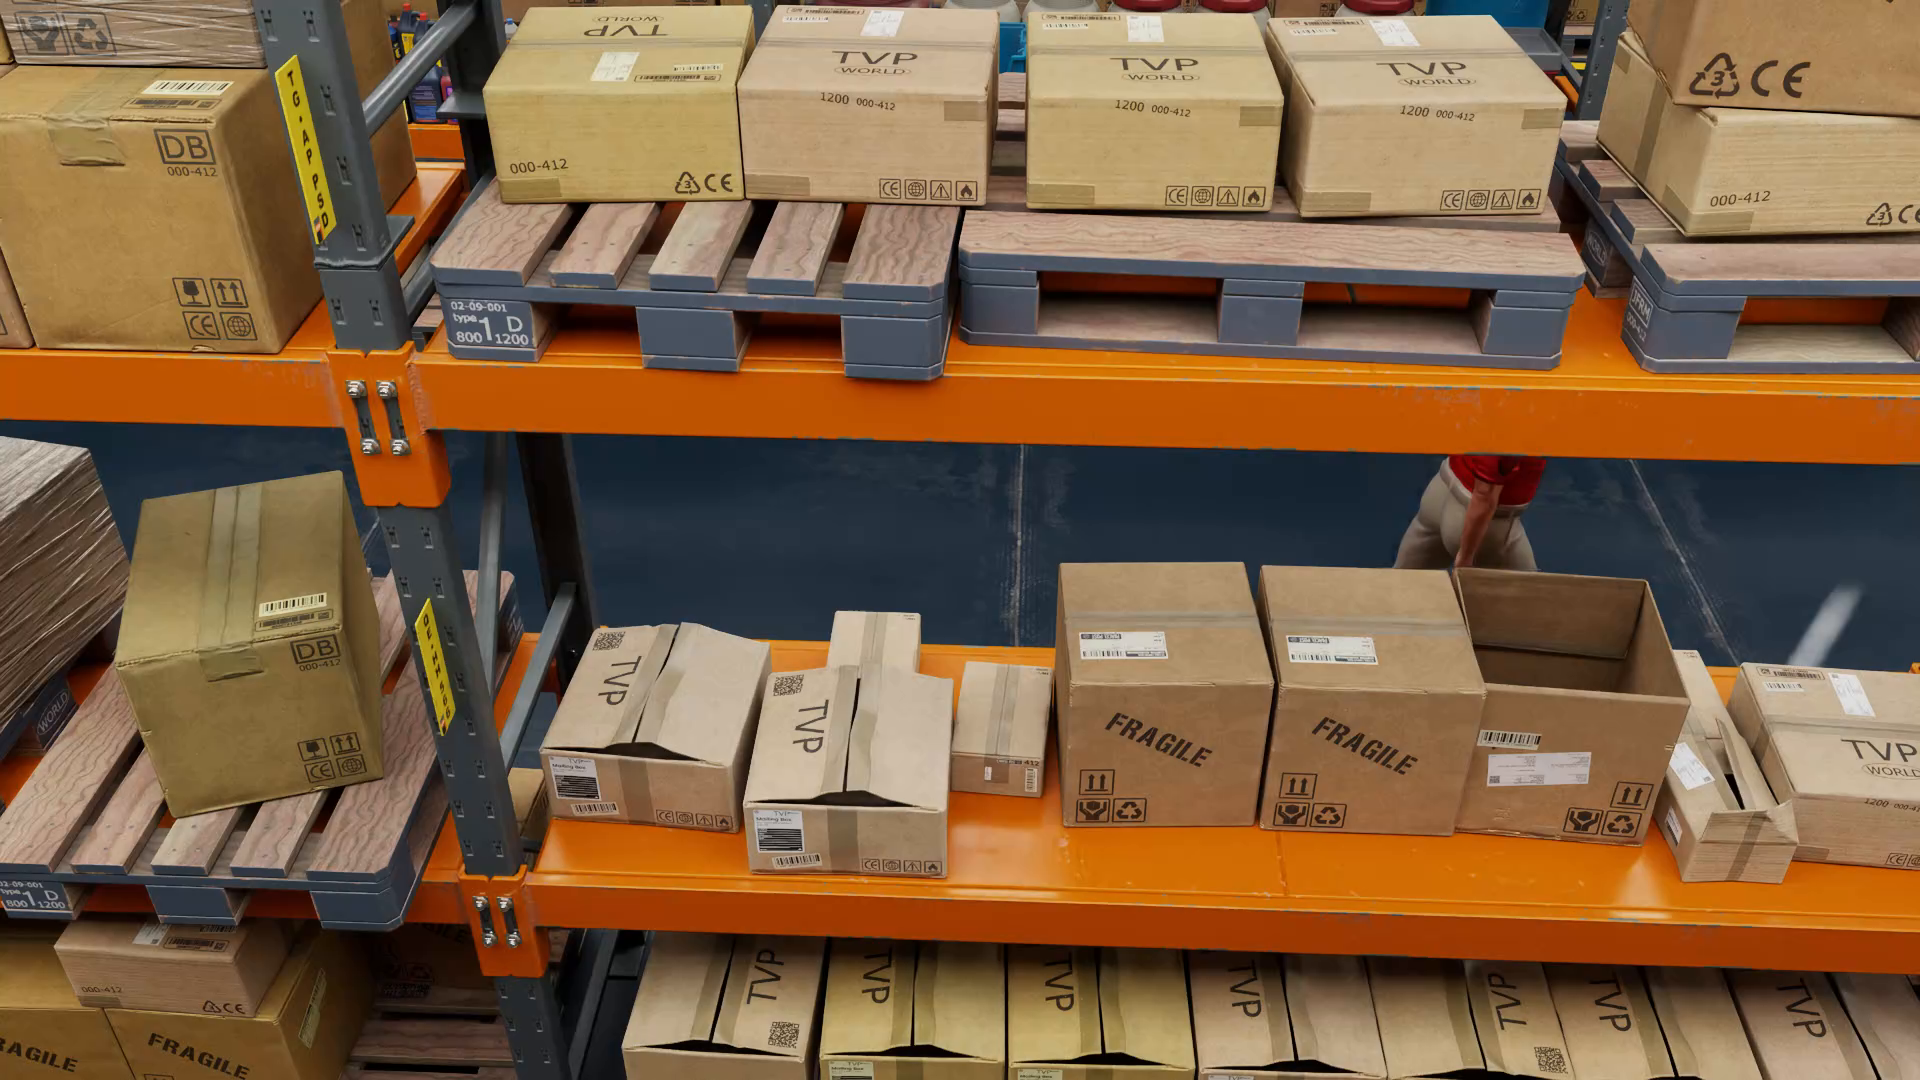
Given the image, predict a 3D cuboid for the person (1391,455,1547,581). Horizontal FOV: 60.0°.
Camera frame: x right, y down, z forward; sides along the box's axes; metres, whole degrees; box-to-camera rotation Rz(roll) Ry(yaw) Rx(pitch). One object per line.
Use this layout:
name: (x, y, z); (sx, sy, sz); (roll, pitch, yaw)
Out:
person: (1.993, -0.120, 6.317); (1.067, 1.665, 0.563); (-7, 36, -9)
